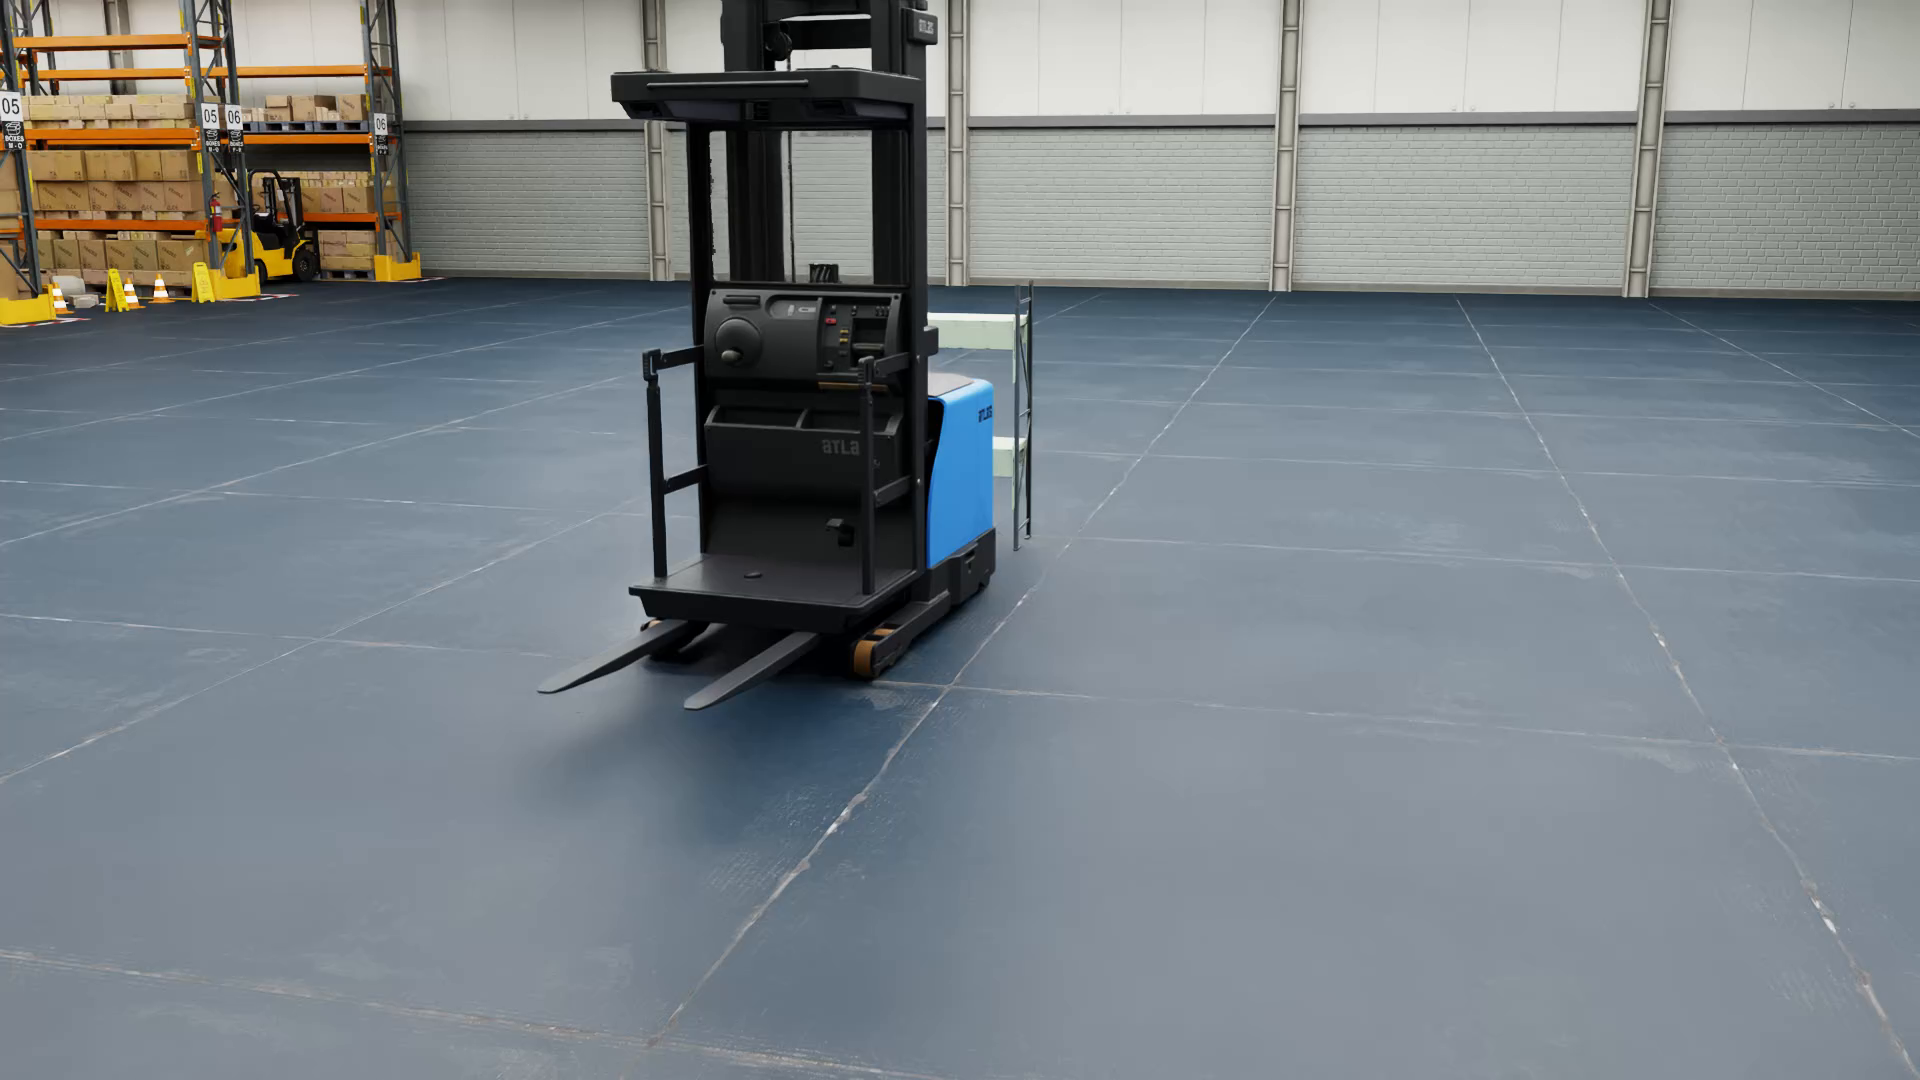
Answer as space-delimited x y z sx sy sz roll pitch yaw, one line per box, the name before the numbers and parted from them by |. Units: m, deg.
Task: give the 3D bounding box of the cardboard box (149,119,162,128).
cardboard box | -13.330 -6.957 27.822 0.250 0.149 0.380 3 13 15

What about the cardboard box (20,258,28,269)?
cardboard box | -16.811 -4.785 29.474 0.625 0.372 0.950 3 13 14

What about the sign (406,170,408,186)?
sign | -11.093 -7.251 33.307 0.005 0.325 0.100 3 13 14

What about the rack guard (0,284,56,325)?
rack guard | -13.482 -3.361 23.729 0.348 0.500 1.175 3 13 14

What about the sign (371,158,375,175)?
sign | -11.375 -7.240 32.223 0.005 0.325 0.100 3 13 14

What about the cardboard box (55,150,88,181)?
cardboard box | -14.954 -6.387 28.372 0.500 0.500 0.700 3 13 12

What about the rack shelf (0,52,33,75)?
rack shelf | -18.243 -8.323 29.054 4.000 0.370 1.077 3 13 14

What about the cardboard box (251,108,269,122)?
cardboard box | -13.747 -8.392 32.819 0.258 0.266 0.396 3 13 12

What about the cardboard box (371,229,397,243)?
cardboard box | -11.653 -6.088 33.321 0.500 0.250 0.500 3 13 13

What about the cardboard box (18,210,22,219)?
cardboard box | -16.072 -5.630 28.765 0.250 0.149 0.380 3 13 13

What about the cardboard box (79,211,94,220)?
cardboard box | -14.832 -5.562 28.456 0.250 0.149 0.380 3 13 14

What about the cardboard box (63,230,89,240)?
cardboard box | -15.186 -5.249 28.617 0.250 0.149 0.380 4 13 16

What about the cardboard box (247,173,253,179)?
cardboard box | -14.126 -7.271 33.167 0.250 0.149 0.380 3 13 15

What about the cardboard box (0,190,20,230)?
cardboard box | -13.876 -4.666 23.492 0.550 0.550 0.875 3 13 14

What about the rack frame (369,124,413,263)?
rack frame | -11.232 -6.673 32.885 0.127 3.000 1.000 3 13 14

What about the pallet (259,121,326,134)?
pallet | -13.100 -8.199 33.043 1.213 0.211 1.003 3 13 14

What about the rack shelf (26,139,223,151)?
rack shelf | -17.057 -8.097 34.041 4.000 0.370 1.077 3 13 14

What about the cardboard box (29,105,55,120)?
cardboard box | -15.436 -7.268 28.300 0.500 0.250 0.500 3 13 13

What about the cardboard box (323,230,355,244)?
cardboard box | -12.251 -6.007 32.955 0.500 0.250 0.500 3 13 15

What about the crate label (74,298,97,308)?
crate label | -13.858 -3.759 26.361 0.298 0.136 0.250 -4 13 -16

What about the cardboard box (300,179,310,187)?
cardboard box | -12.887 -7.059 32.896 0.250 0.149 0.380 3 13 14

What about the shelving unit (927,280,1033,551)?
shelving unit | 0.006 -0.732 9.570 0.755 1.500 0.431 3 13 14

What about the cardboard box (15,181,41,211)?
cardboard box | -15.941 -5.949 28.705 0.500 0.500 0.500 3 13 13

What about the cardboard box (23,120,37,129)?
cardboard box | -15.817 -7.085 28.395 0.250 0.149 0.380 3 13 14

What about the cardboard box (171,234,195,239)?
cardboard box | -15.625 -5.951 34.144 0.625 0.625 0.875 4 13 16

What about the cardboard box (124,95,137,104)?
cardboard box | -13.780 -7.384 27.906 0.250 0.149 0.380 3 13 14

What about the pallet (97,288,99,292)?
pallet | -15.640 -4.448 29.293 1.213 0.211 1.003 3 13 14

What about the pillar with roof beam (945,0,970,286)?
pillar with roof beam | -1.073 -8.299 26.365 0.400 9.000 9.100 3 13 14

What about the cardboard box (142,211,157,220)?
cardboard box | -13.605 -5.495 28.157 0.250 0.149 0.380 3 13 15

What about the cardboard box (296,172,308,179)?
cardboard box | -12.893 -7.203 32.859 0.250 0.149 0.380 3 13 15

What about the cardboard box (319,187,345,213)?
cardboard box | -12.274 -6.721 32.871 0.500 0.500 0.500 3 13 15

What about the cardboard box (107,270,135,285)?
cardboard box | -14.277 -4.531 28.612 0.500 0.250 0.500 3 13 12

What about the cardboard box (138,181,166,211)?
cardboard box | -13.495 -5.820 28.124 0.500 0.500 0.500 3 13 14

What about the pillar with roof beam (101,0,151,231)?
pillar with roof beam | -18.549 -9.233 30.575 0.400 9.000 9.100 3 13 14

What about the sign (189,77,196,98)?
sign | -12.570 -7.410 27.237 0.005 0.325 0.100 3 13 14

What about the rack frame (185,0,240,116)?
rack frame | -12.417 -8.558 27.530 0.127 3.000 1.000 3 13 14

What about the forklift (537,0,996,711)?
forklift | -0.770 -0.939 7.200 1.130 2.935 3.031 4 13 18

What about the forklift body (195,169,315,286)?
forklift body | -13.510 -5.973 31.691 1.214 2.155 2.313 3 13 14

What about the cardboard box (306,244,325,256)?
cardboard box | -12.770 -5.790 33.129 0.500 0.250 0.500 3 13 12

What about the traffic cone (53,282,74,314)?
traffic cone | -13.681 -3.670 25.209 0.334 0.463 0.336 3 13 14

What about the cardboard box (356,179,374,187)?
cardboard box | -11.636 -6.997 32.619 0.250 0.149 0.380 3 13 14

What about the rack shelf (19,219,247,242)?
rack shelf | -14.359 -5.381 28.725 4.000 0.370 1.077 3 13 14

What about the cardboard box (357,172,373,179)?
cardboard box | -11.630 -7.158 32.656 0.250 0.149 0.380 3 13 14

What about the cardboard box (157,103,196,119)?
cardboard box | -12.979 -7.135 27.703 0.500 0.250 0.500 3 13 13

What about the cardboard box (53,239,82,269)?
cardboard box | -15.270 -4.953 28.778 0.500 0.500 0.500 4 13 16

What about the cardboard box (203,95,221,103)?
cardboard box | -12.714 -7.421 28.072 0.250 0.149 0.380 3 13 13

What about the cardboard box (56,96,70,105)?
cardboard box | -15.058 -7.438 28.148 0.250 0.149 0.380 3 13 12

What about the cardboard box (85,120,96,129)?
cardboard box | -14.558 -7.030 28.150 0.250 0.149 0.380 3 13 14

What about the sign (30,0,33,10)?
sign | -16.153 -9.373 28.865 0.005 0.325 0.100 3 13 14

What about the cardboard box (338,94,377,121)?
cardboard box | -11.720 -8.412 32.365 0.500 0.500 0.500 3 13 15
